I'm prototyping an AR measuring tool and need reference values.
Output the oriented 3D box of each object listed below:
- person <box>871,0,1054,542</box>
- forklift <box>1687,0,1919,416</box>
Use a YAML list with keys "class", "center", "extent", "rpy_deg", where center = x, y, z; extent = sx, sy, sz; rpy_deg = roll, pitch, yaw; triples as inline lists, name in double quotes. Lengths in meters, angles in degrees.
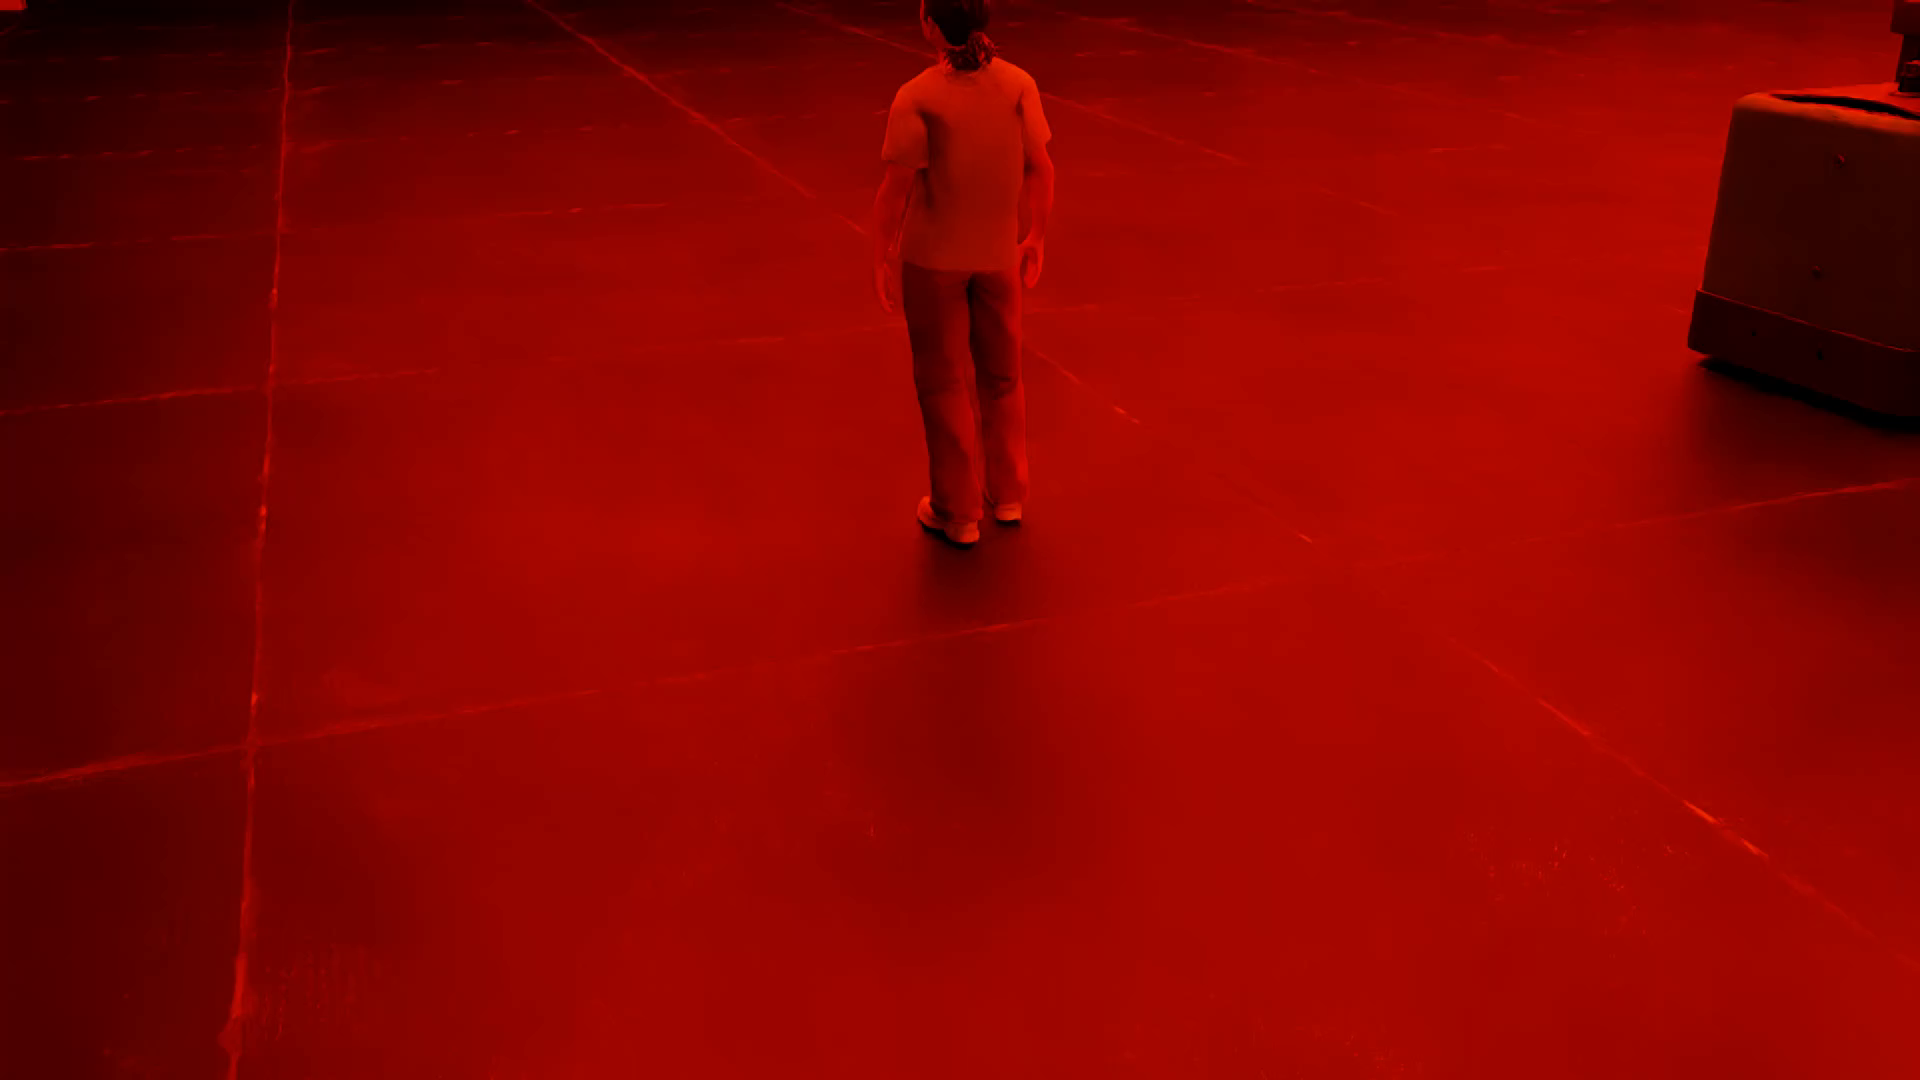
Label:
- class: "person"
  center: [-0.015, -0.802, 4.821]
  extent: [0.554, 1.663, 0.548]
  rpy_deg: [-8, 24, -18]
- class: "forklift"
  center: [4.520, -2.134, 6.374]
  extent: [3.031, 2.935, 1.130]
  rpy_deg: [-10, 25, -22]
